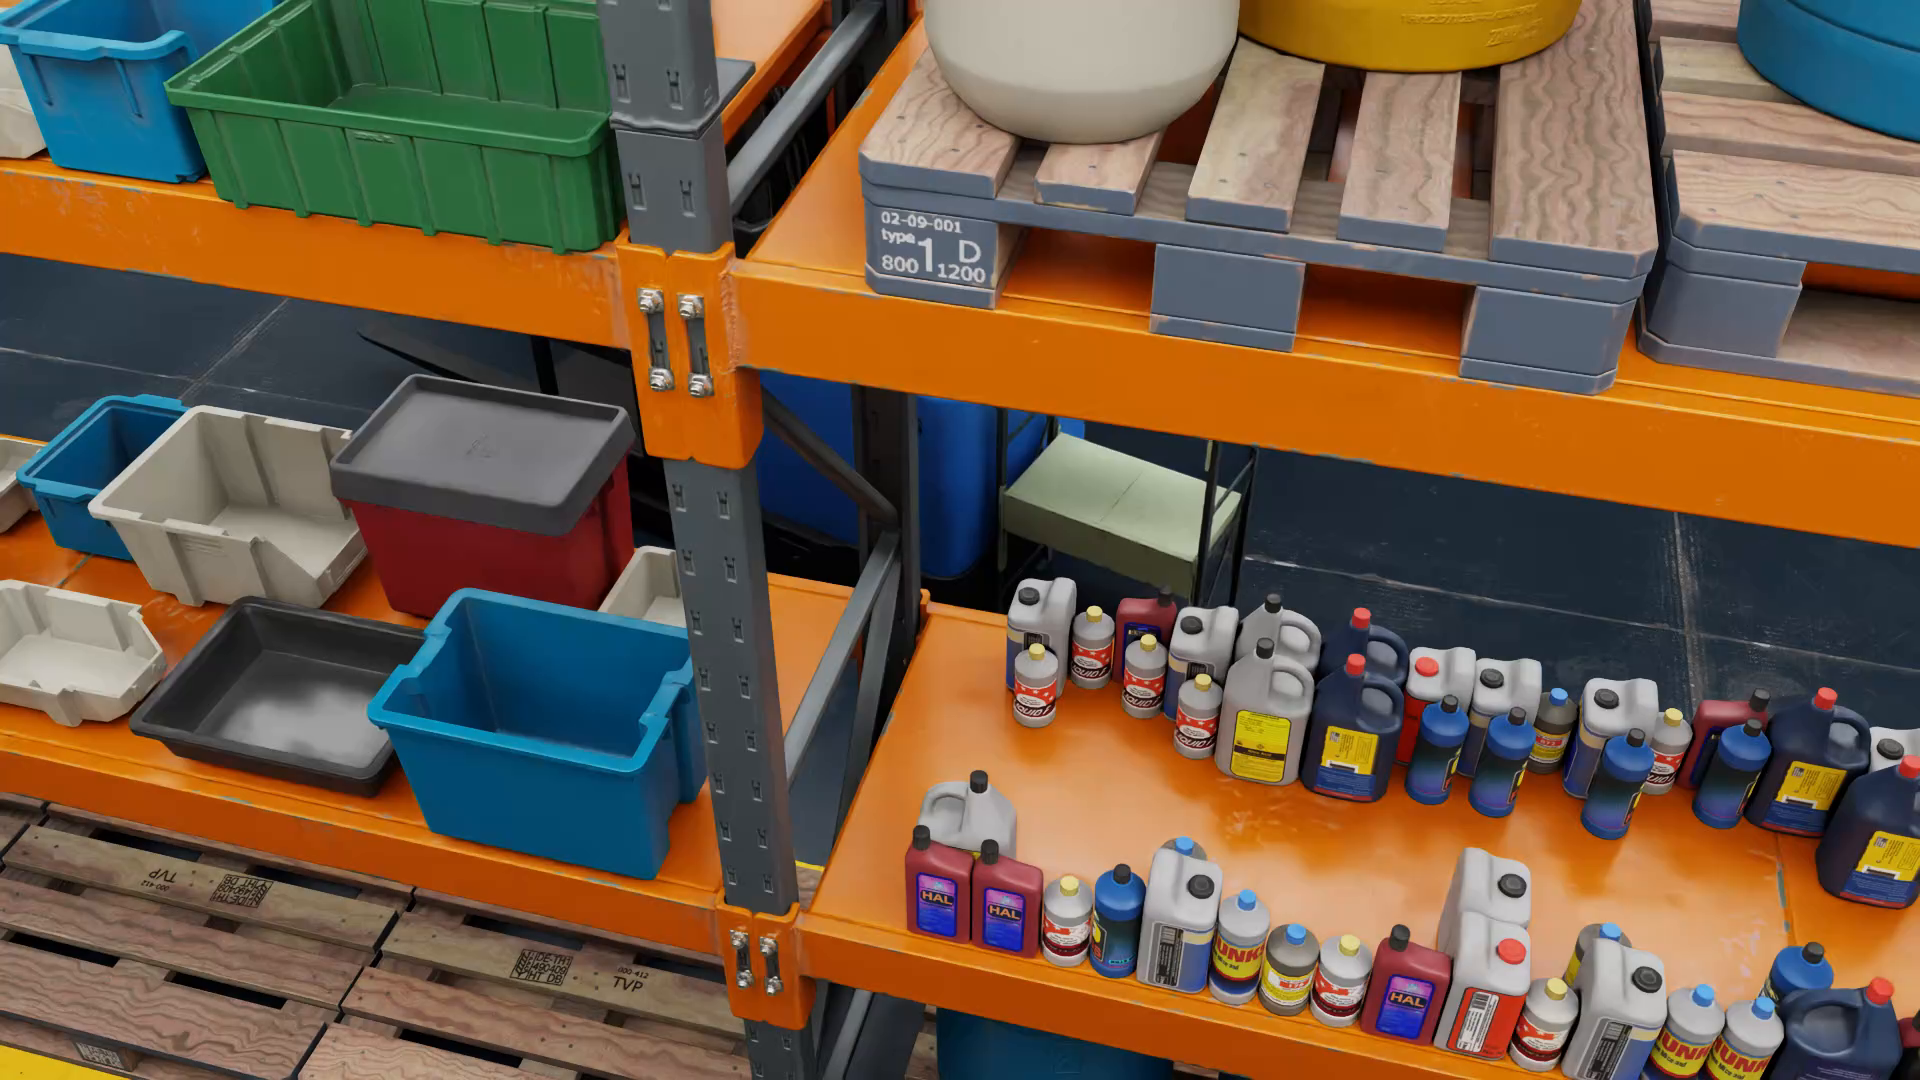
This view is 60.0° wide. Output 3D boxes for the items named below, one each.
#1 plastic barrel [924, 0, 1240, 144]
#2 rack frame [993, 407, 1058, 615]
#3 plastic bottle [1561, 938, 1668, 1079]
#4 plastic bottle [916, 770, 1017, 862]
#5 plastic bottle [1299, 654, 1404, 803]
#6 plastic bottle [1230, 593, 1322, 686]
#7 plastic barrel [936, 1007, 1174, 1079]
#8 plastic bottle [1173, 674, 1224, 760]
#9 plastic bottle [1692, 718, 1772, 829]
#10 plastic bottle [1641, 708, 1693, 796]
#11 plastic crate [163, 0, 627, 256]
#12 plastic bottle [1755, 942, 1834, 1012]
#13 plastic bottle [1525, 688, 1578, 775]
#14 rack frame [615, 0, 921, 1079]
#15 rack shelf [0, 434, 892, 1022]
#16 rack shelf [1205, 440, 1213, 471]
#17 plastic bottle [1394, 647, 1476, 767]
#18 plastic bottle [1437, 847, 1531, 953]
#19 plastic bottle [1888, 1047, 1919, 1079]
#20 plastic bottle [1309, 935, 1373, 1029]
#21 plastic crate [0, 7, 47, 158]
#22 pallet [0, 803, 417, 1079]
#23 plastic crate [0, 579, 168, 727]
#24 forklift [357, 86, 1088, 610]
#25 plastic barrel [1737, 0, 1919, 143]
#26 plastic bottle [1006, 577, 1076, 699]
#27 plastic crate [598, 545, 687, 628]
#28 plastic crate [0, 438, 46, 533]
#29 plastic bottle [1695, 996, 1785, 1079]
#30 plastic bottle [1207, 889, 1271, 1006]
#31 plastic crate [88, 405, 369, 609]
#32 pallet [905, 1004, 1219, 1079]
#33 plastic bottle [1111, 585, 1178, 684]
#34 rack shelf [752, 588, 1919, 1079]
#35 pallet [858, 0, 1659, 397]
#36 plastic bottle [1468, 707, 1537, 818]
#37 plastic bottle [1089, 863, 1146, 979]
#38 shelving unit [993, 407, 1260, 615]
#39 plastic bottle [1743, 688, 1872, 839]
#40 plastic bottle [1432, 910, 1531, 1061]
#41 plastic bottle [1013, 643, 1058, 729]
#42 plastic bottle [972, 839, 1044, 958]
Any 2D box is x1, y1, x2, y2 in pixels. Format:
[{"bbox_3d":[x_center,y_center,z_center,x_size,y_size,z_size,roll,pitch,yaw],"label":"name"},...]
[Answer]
[{"bbox_3d":[0.162,-0.825,2.136,0.433,0.535,0.433,0,40,0],"label":"plastic barrel"},{"bbox_3d":[0.230,-0.401,5.561,0.023,1.500,0.400,21,44,23],"label":"rack frame"},{"bbox_3d":[1.185,0.847,3.006,0.135,0.276,0.152,10,41,11],"label":"plastic bottle"},{"bbox_3d":[0.014,0.579,3.267,0.185,0.351,0.144,10,41,11],"label":"plastic bottle"},{"bbox_3d":[0.832,0.382,3.501,0.185,0.351,0.144,10,41,11],"label":"plastic bottle"},{"bbox_3d":[0.691,0.262,3.645,0.185,0.351,0.144,10,41,11],"label":"plastic bottle"},{"bbox_3d":[0.239,1.037,3.988,0.708,0.901,0.600,10,41,11],"label":"plastic barrel"},{"bbox_3d":[0.521,0.375,3.625,0.097,0.201,0.097,0,40,0],"label":"plastic bottle"},{"bbox_3d":[1.609,0.475,3.452,0.097,0.271,0.097,0,40,0],"label":"plastic bottle"},{"bbox_3d":[1.496,0.442,3.546,0.097,0.201,0.097,0,40,0],"label":"plastic bottle"},{"bbox_3d":[-0.769,-0.657,2.532,0.662,0.188,0.450,10,41,11],"label":"plastic crate"},{"bbox_3d":[1.516,0.828,3.032,0.097,0.271,0.097,0,40,0],"label":"plastic bottle"},{"bbox_3d":[1.272,0.403,3.592,0.097,0.201,0.097,0,40,0],"label":"plastic bottle"},{"bbox_3d":[-0.282,0.293,3.569,0.127,3.000,1.000,10,41,11],"label":"rack frame"},{"bbox_3d":[-2.214,0.236,4.196,4.000,0.370,1.077,10,41,11],"label":"rack shelf"},{"bbox_3d":[0.544,-0.579,5.167,0.720,0.370,0.431,21,44,23],"label":"rack shelf"},{"bbox_3d":[1.023,0.350,3.597,0.135,0.276,0.152,10,41,11],"label":"plastic bottle"},{"bbox_3d":[1.001,0.714,3.164,0.135,0.276,0.152,10,41,11],"label":"plastic bottle"},{"bbox_3d":[1.670,0.958,2.868,0.133,0.283,0.061,10,41,11],"label":"plastic bottle"},{"bbox_3d":[0.713,0.812,3.105,0.097,0.201,0.097,0,40,0],"label":"plastic bottle"},{"bbox_3d":[-1.609,-0.730,2.659,0.466,0.136,0.293,10,41,11],"label":"plastic crate"},{"bbox_3d":[-2.184,1.061,4.822,1.213,0.211,1.003,10,41,11],"label":"pallet"},{"bbox_3d":[-2.042,0.268,3.756,0.466,0.136,0.293,10,41,11],"label":"plastic crate"},{"bbox_3d":[-1.049,-1.511,5.771,3.031,2.935,1.130,21,44,23],"label":"forklift"},{"bbox_3d":[1.406,-1.020,2.083,0.708,0.901,0.600,10,41,11],"label":"plastic barrel"},{"bbox_3d":[0.182,0.205,3.770,0.135,0.276,0.152,10,41,11],"label":"plastic bottle"},{"bbox_3d":[-0.694,0.205,3.832,0.243,0.136,0.396,10,41,11],"label":"plastic crate"},{"bbox_3d":[-2.469,-0.145,4.248,0.250,0.136,0.298,10,41,11],"label":"plastic crate"},{"bbox_3d":[1.384,0.901,2.945,0.097,0.271,0.097,0,40,0],"label":"plastic bottle"},{"bbox_3d":[0.525,0.753,3.121,0.097,0.271,0.097,0,40,0],"label":"plastic bottle"},{"bbox_3d":[-1.709,-0.053,4.026,0.530,0.282,0.437,10,41,11],"label":"plastic crate"},{"bbox_3d":[0.453,1.515,4.282,1.213,0.211,1.003,10,41,11],"label":"pallet"},{"bbox_3d":[0.418,0.213,3.755,0.133,0.283,0.061,10,41,11],"label":"plastic bottle"},{"bbox_3d":[1.650,0.901,3.404,4.000,0.370,1.077,10,41,11],"label":"rack shelf"},{"bbox_3d":[0.501,-0.714,2.582,1.003,0.211,1.213,10,41,11],"label":"pallet"},{"bbox_3d":[1.138,0.455,3.476,0.097,0.271,0.097,0,40,0],"label":"plastic bottle"},{"bbox_3d":[0.301,0.715,3.167,0.097,0.271,0.097,0,40,0],"label":"plastic bottle"},{"bbox_3d":[0.544,-0.280,5.418,0.755,1.500,0.431,21,44,23],"label":"shelving unit"},{"bbox_3d":[1.755,0.445,3.427,0.185,0.351,0.144,10,41,11],"label":"plastic bottle"},{"bbox_3d":[0.961,0.808,3.052,0.135,0.276,0.152,10,41,11],"label":"plastic bottle"},{"bbox_3d":[0.168,0.314,3.698,0.097,0.201,0.097,0,40,0],"label":"plastic bottle"},{"bbox_3d":[0.091,0.686,3.192,0.133,0.283,0.061,10,41,11],"label":"plastic bottle"}]
